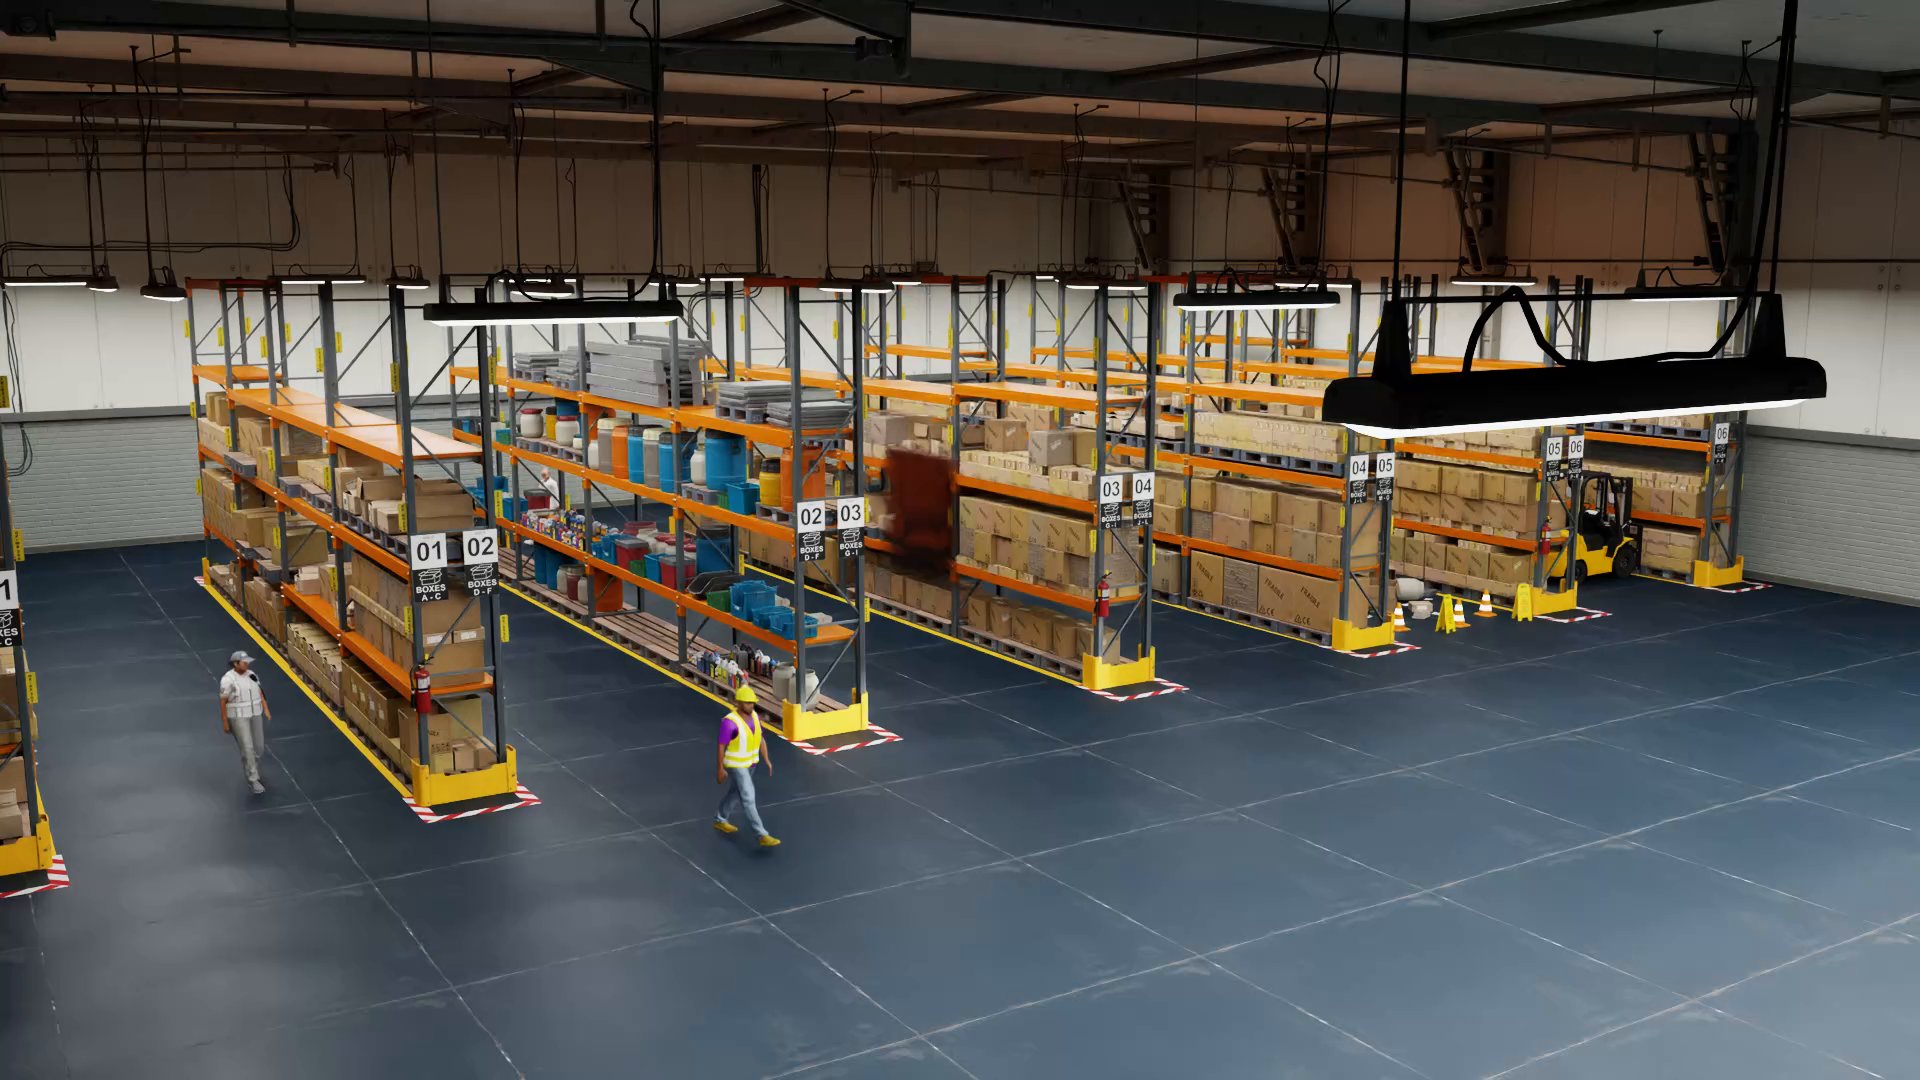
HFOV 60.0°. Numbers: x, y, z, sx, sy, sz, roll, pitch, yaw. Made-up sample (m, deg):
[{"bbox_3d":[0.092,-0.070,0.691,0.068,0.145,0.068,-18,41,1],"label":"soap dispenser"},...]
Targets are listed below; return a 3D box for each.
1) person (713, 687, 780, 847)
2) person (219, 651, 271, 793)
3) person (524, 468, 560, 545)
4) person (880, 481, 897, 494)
[{"bbox_3d":[-2.316,2.440,18.182,1.065,1.701,0.590,5,11,26],"label":"person"},{"bbox_3d":[-8.601,2.184,20.213,0.721,1.650,0.505,6,11,31],"label":"person"},{"bbox_3d":[-9.306,-0.758,37.344,1.146,1.709,0.552,-7,12,-38],"label":"person"},{"bbox_3d":[-1.795,-1.719,42.850,0.584,1.796,0.462,7,12,37],"label":"person"}]
